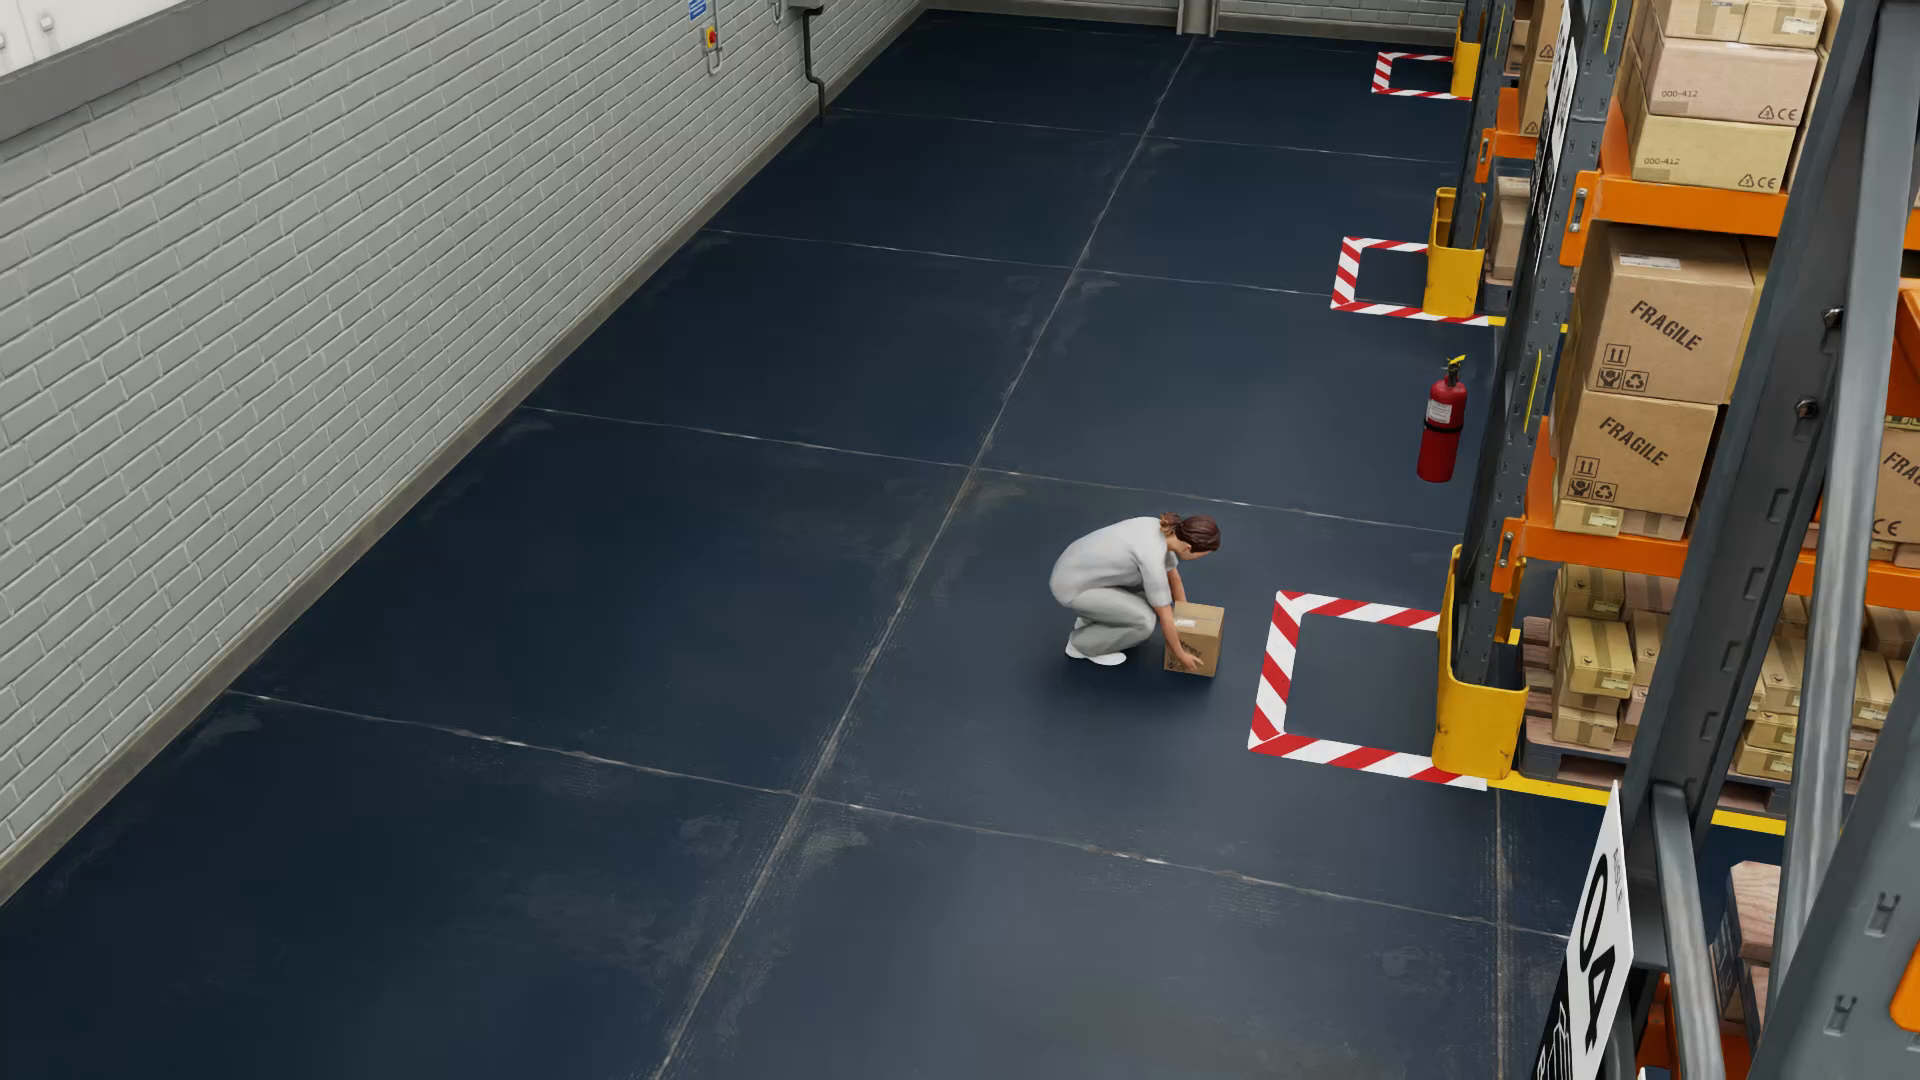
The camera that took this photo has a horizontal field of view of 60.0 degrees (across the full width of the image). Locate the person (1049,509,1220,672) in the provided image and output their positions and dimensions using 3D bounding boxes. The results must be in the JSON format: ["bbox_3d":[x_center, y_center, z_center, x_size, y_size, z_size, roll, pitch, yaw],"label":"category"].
[{"bbox_3d":[0.845,0.212,8.144,0.804,0.805,0.478,8,34,12],"label":"person"}]
